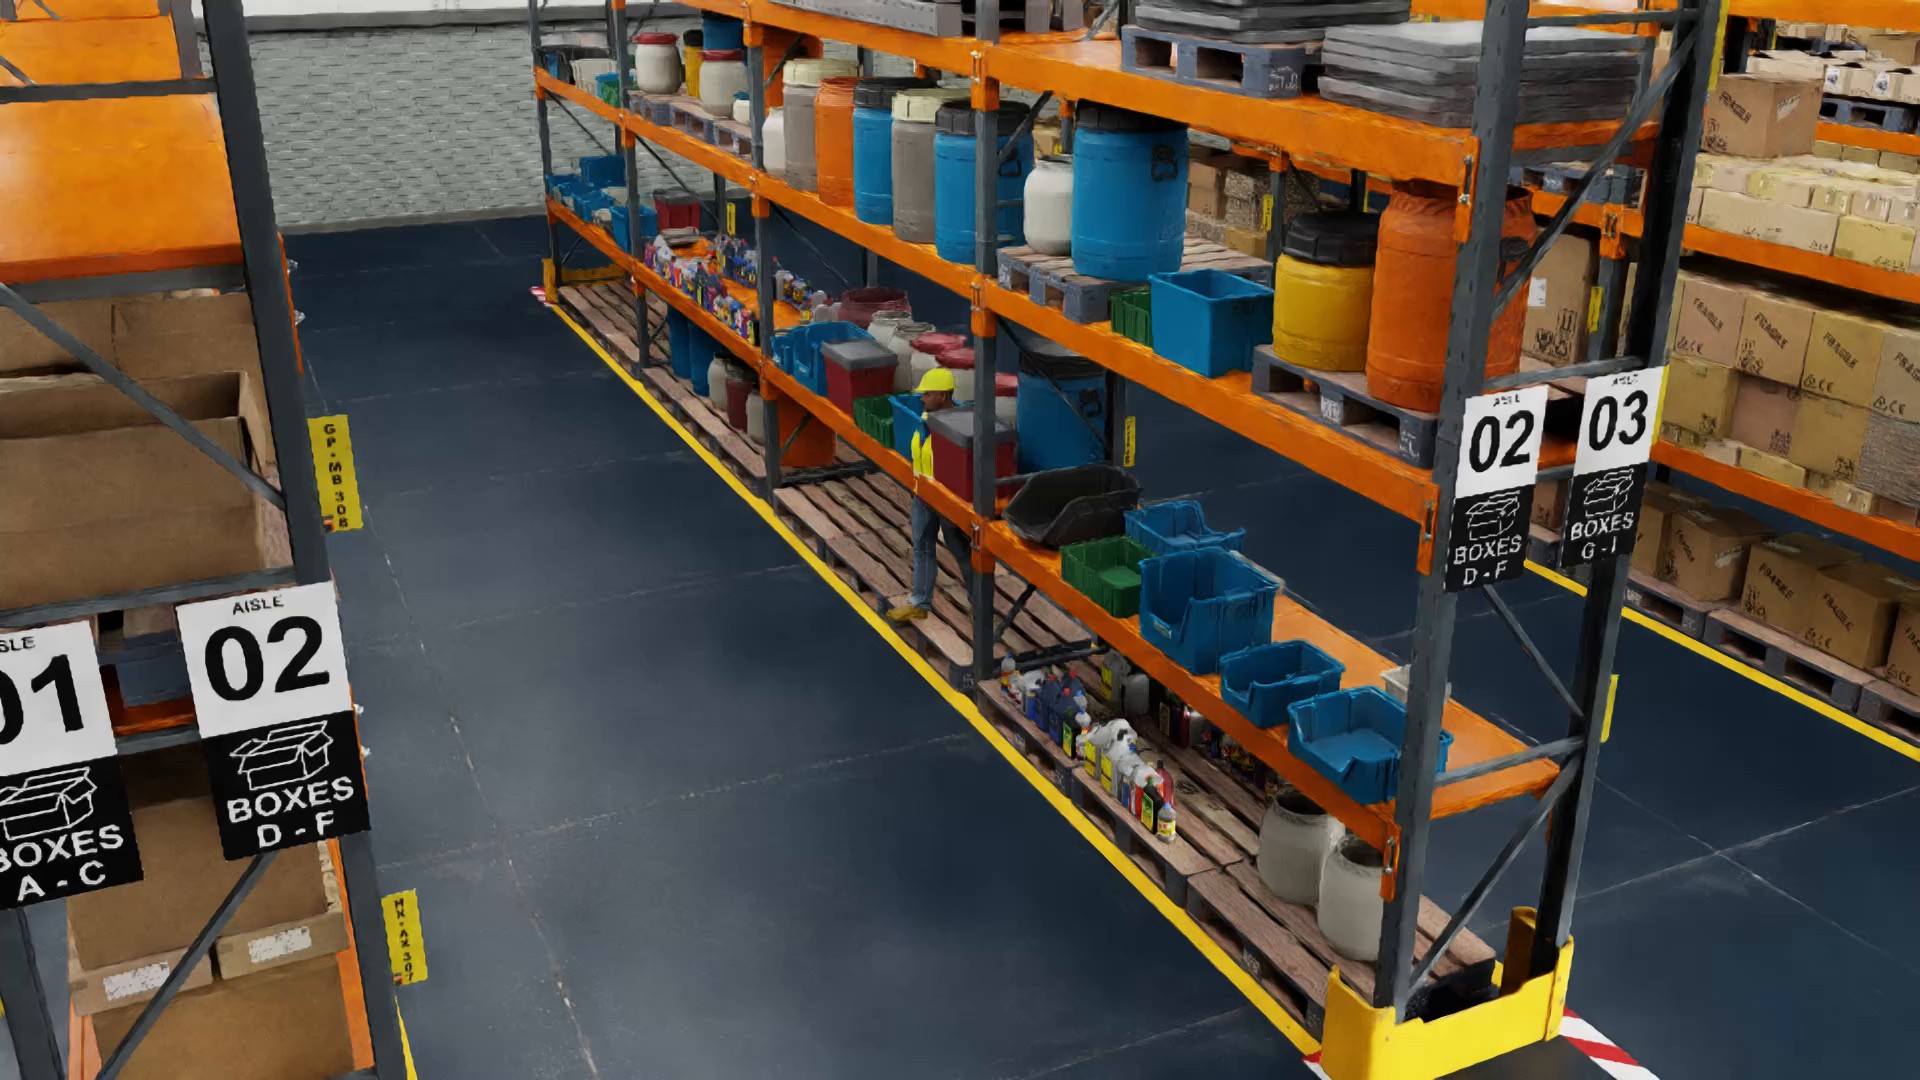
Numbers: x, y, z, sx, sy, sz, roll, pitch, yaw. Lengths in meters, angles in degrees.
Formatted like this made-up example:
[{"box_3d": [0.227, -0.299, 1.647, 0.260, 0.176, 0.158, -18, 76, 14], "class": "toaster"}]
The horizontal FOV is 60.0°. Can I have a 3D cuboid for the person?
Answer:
[{"box_3d": [-0.157, -0.282, 11.098, 0.626, 1.767, 0.729, -17, 28, -37], "class": "person"}]
